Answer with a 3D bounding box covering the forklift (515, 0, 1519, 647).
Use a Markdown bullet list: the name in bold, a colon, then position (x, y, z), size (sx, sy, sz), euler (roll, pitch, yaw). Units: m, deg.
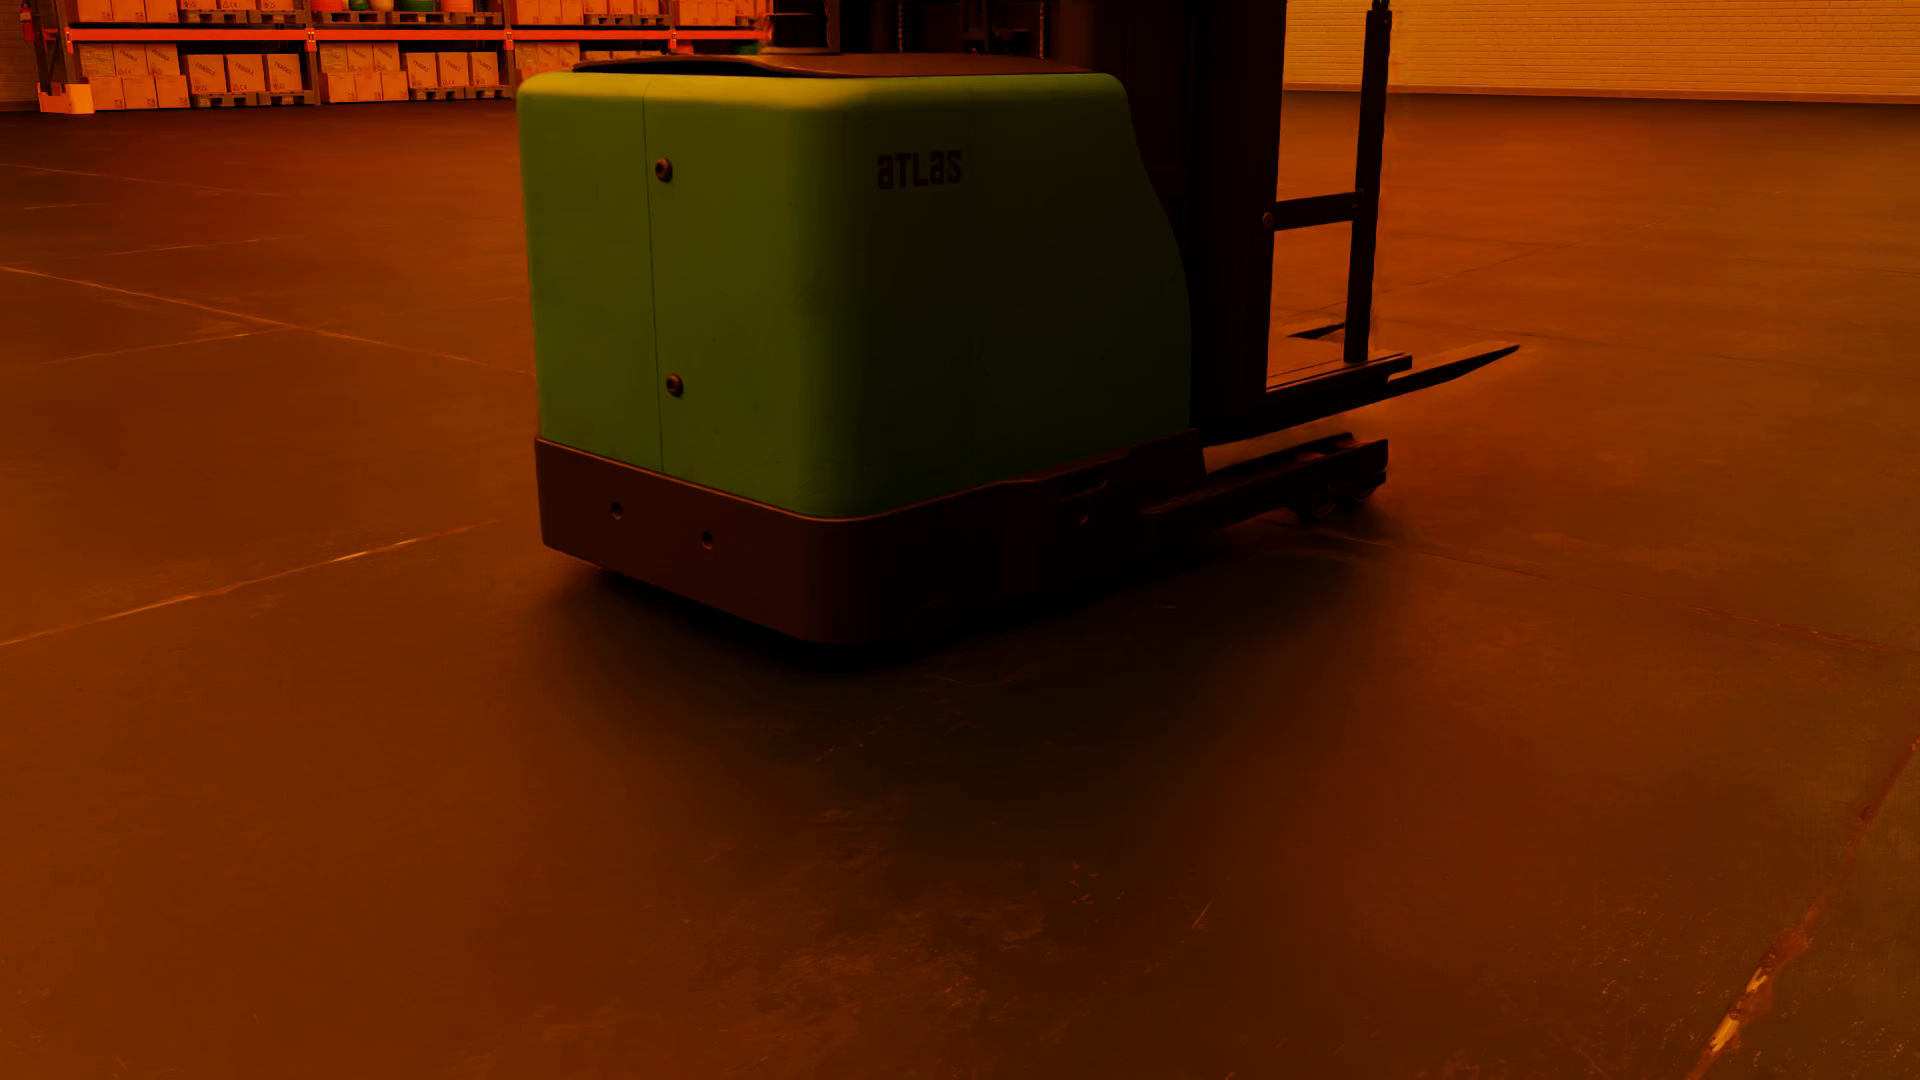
- **forklift**: position (0.453, -1.549, 3.999), size (1.130, 2.935, 3.031), euler (16, 23, 42)
